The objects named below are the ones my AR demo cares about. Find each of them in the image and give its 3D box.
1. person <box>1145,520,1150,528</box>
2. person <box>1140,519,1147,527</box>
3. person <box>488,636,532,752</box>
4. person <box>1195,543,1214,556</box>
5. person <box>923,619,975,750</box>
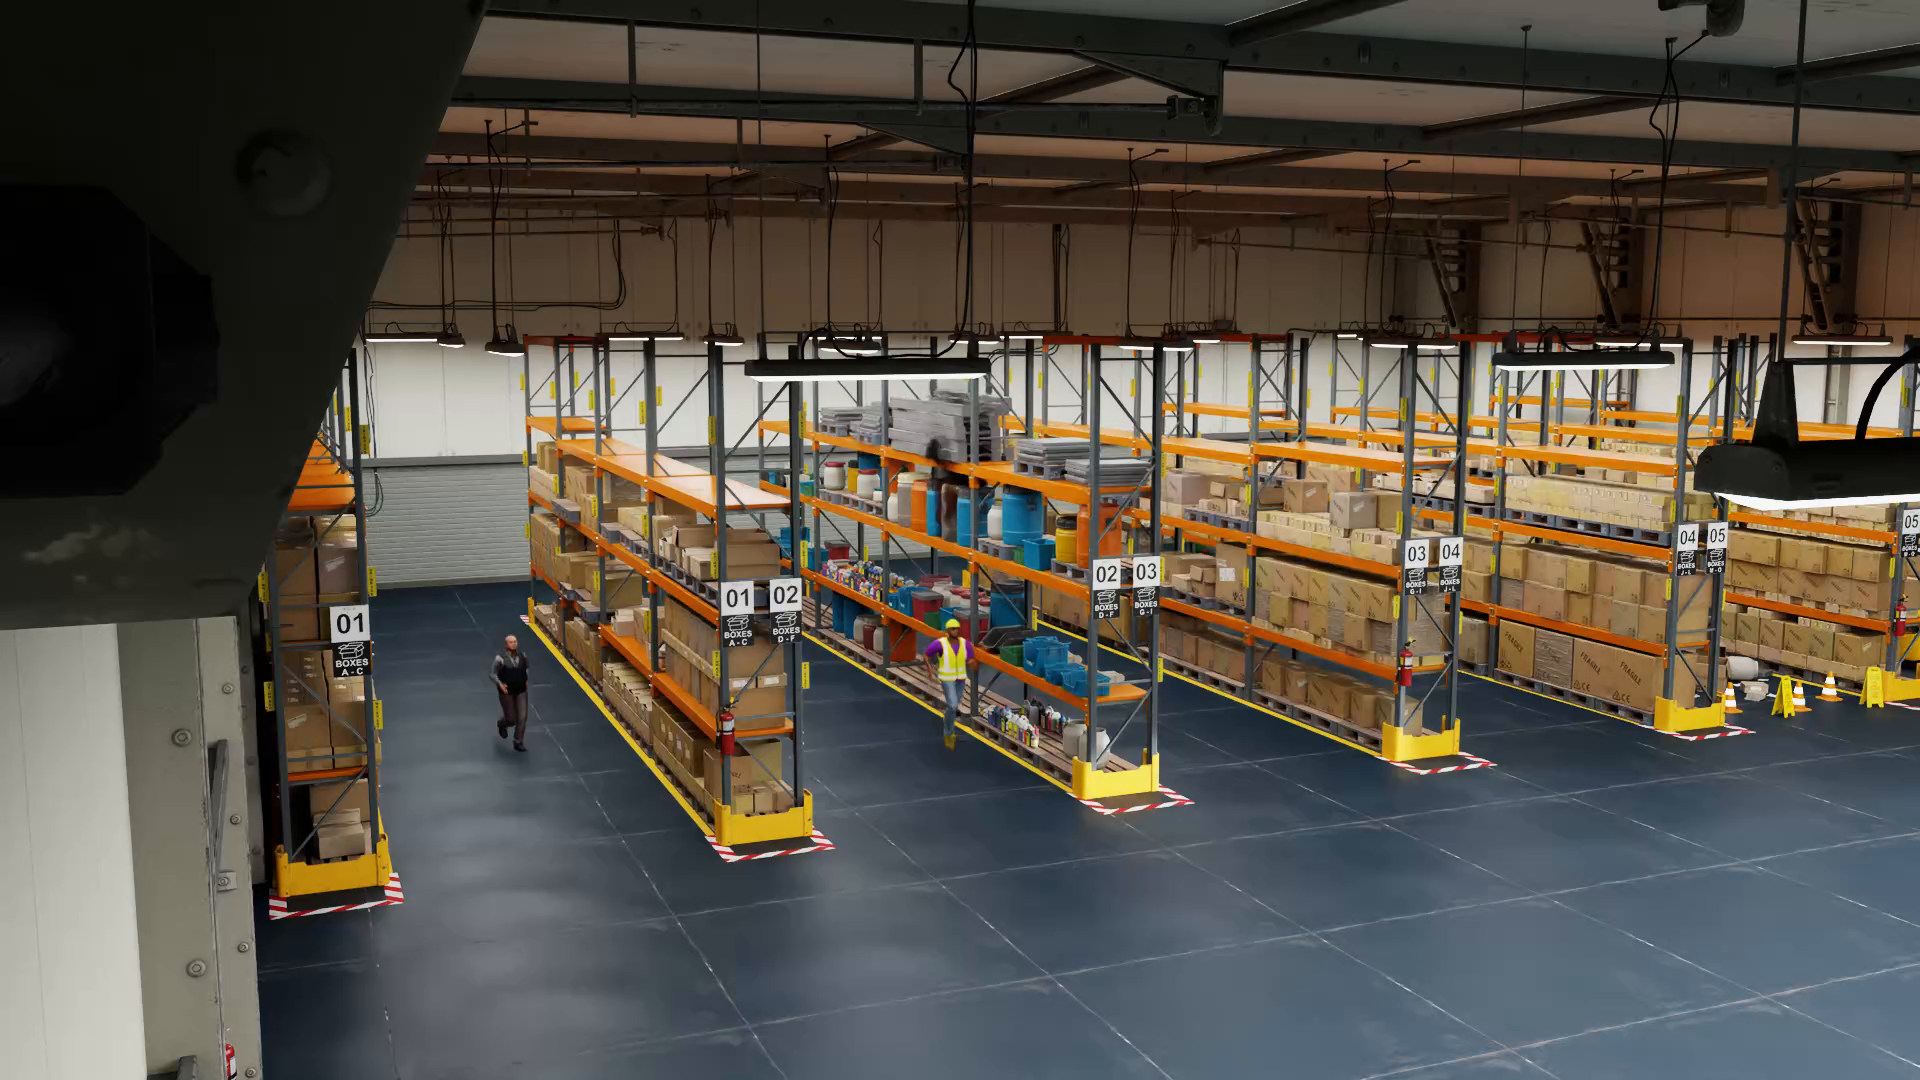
[{"bbox_3d":[4.829,-0.053,41.809,0.725,1.653,0.654,-6,9,-36],"label":"person"},{"bbox_3d":[4.421,0.047,41.196,0.604,1.665,0.582,-7,10,-41],"label":"person"},{"bbox_3d":[-6.586,2.244,24.492,0.675,1.688,0.762,-6,9,-36],"label":"person"},{"bbox_3d":[6.158,-0.165,42.373,0.614,1.738,0.652,-3,8,-20],"label":"person"},{"bbox_3d":[-0.096,2.047,23.688,0.670,1.859,0.712,-4,9,-29],"label":"person"}]
